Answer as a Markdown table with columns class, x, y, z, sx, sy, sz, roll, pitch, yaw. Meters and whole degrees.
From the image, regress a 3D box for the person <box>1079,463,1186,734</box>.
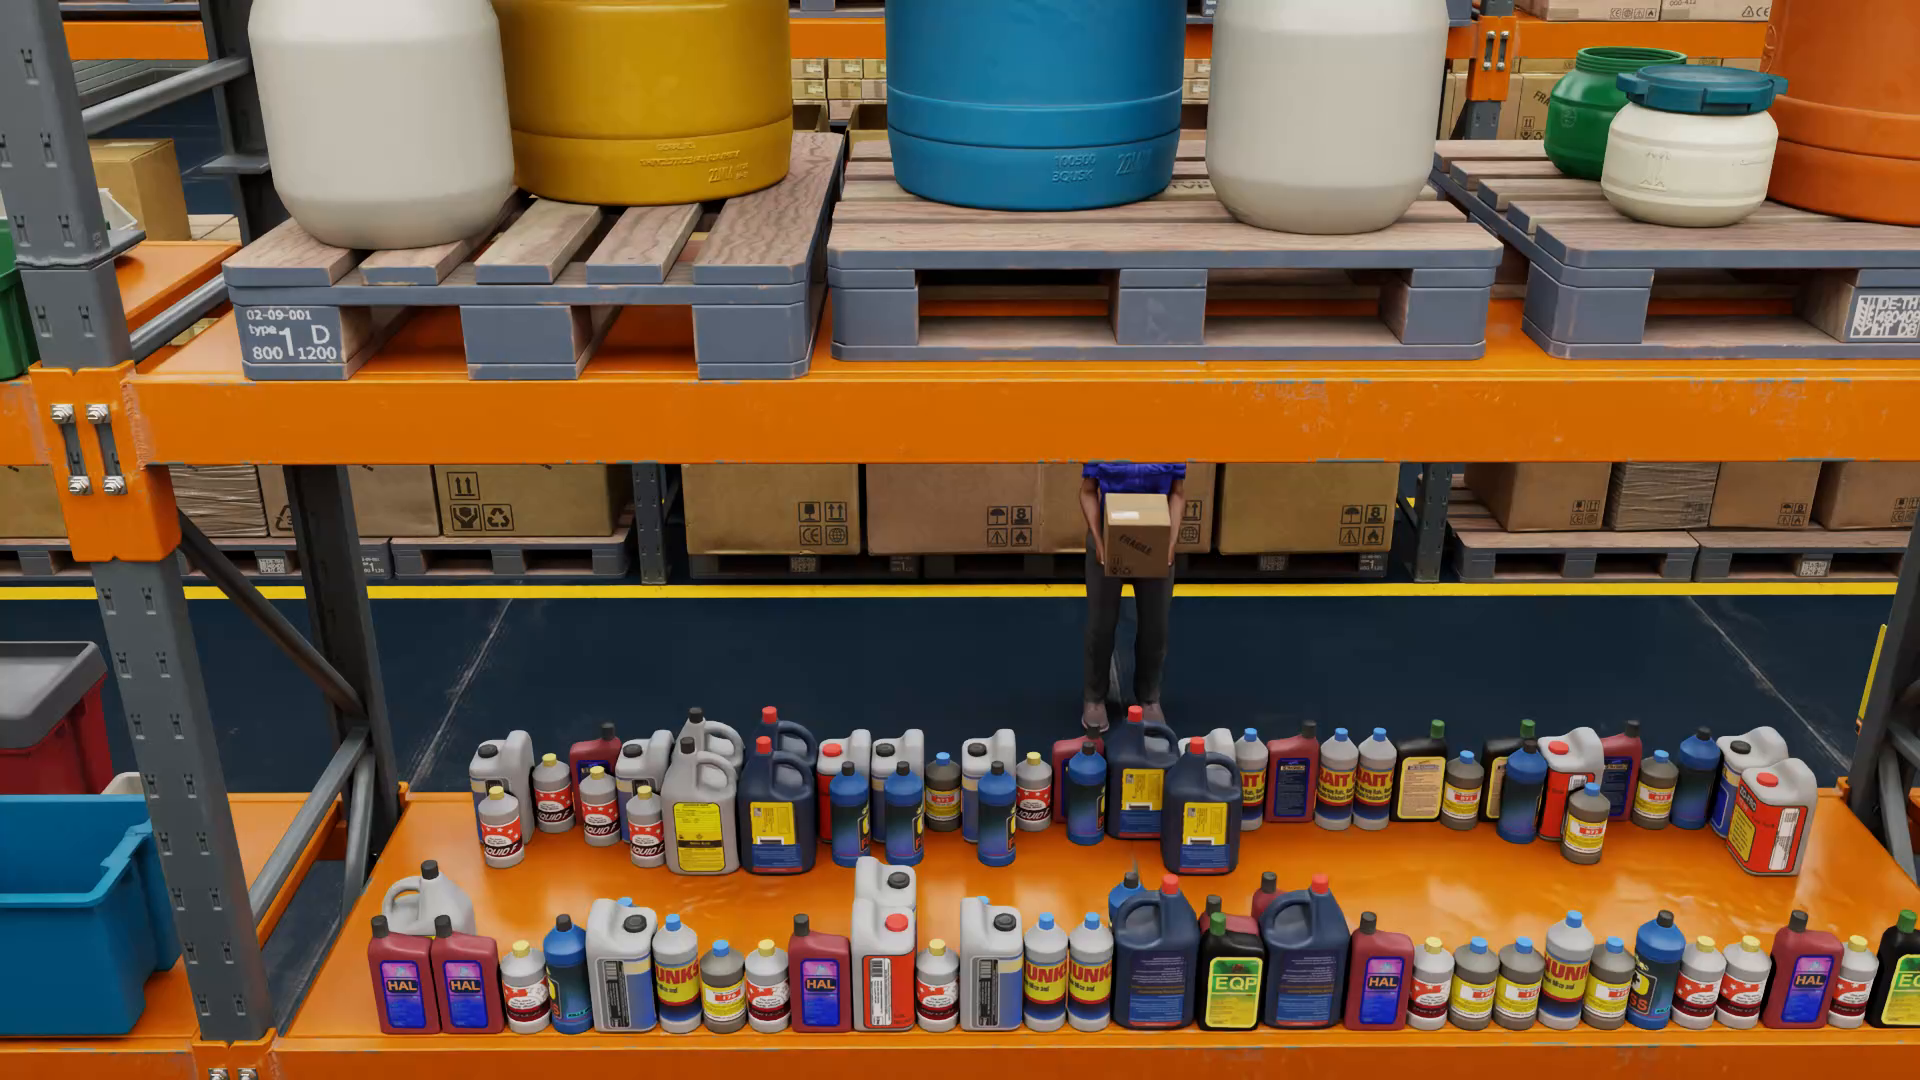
| class | x | y | z | sx | sy | sz | roll | pitch | yaw |
| --- | --- | --- | --- | --- | --- | --- | --- | --- | --- |
| person | 0.719 | 0.066 | 6.977 | 0.451 | 1.650 | 0.518 | 1 | 24 | 2 |
